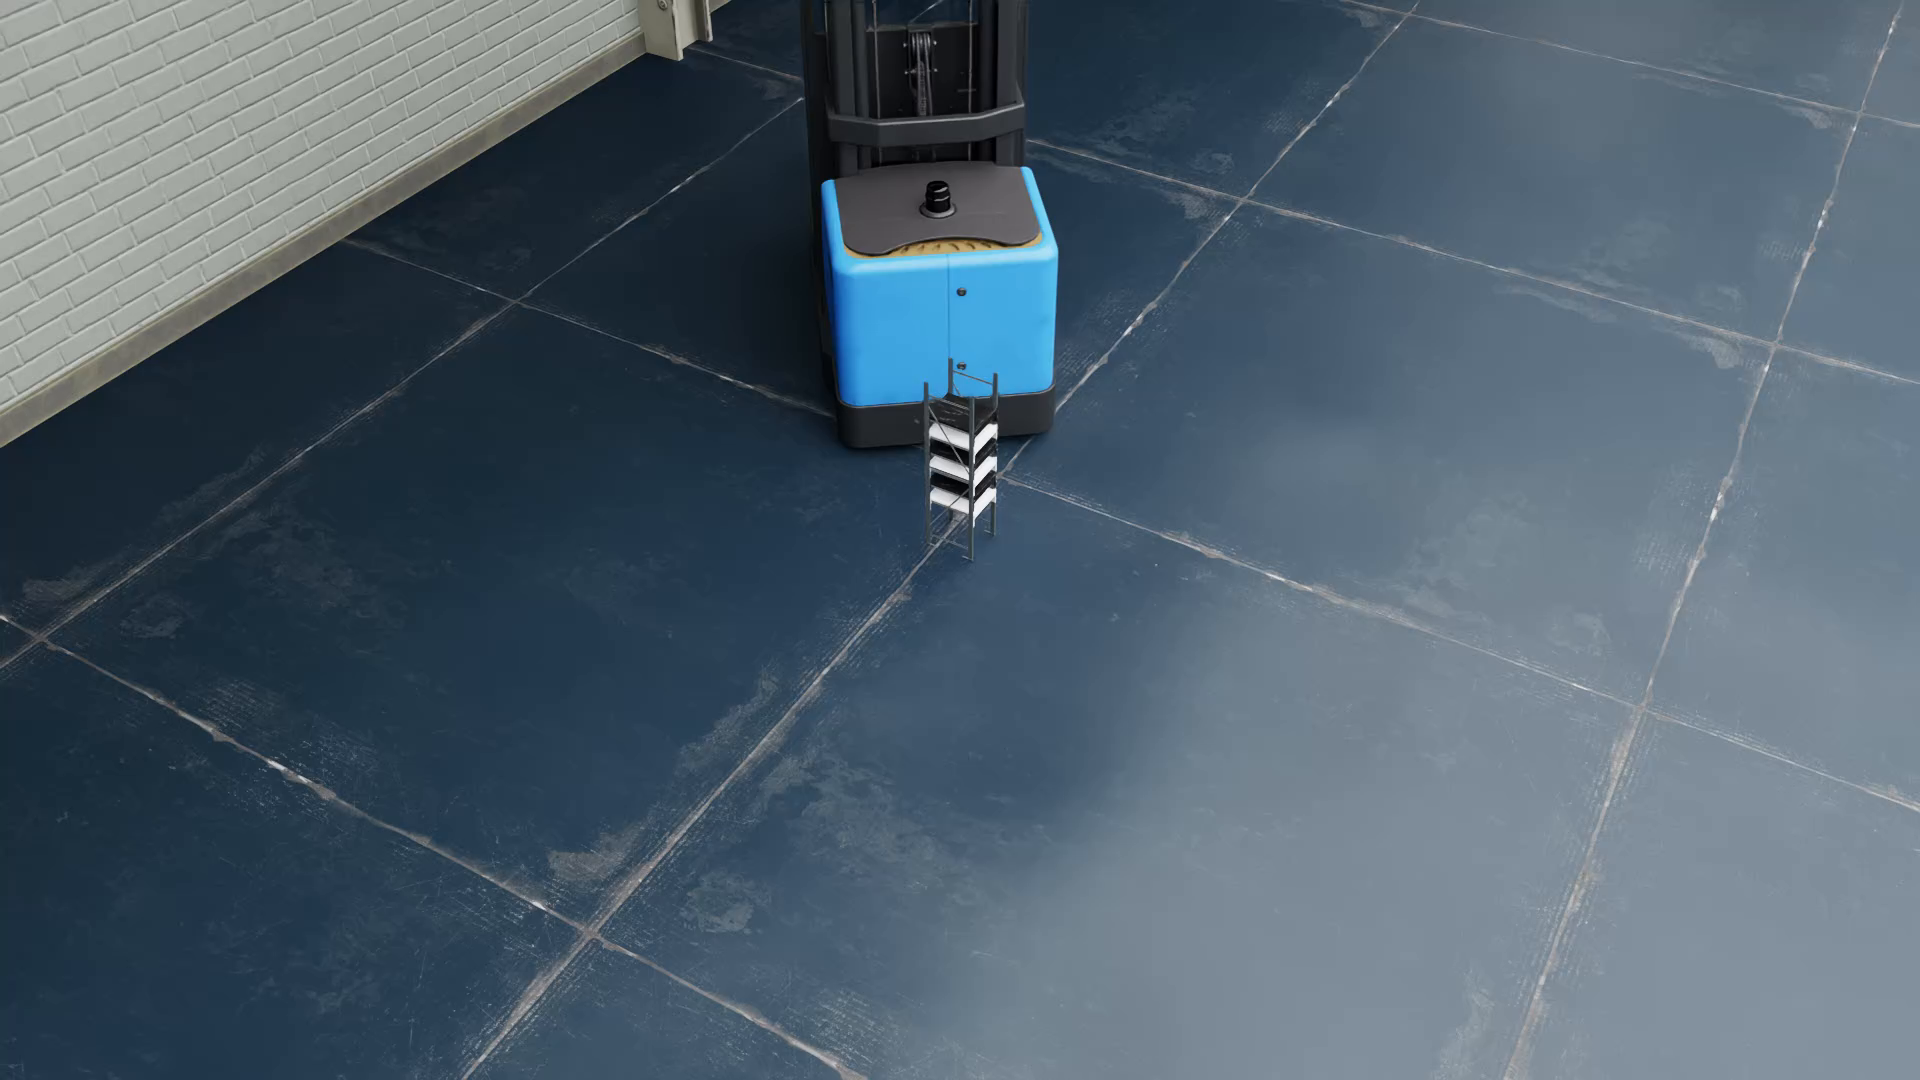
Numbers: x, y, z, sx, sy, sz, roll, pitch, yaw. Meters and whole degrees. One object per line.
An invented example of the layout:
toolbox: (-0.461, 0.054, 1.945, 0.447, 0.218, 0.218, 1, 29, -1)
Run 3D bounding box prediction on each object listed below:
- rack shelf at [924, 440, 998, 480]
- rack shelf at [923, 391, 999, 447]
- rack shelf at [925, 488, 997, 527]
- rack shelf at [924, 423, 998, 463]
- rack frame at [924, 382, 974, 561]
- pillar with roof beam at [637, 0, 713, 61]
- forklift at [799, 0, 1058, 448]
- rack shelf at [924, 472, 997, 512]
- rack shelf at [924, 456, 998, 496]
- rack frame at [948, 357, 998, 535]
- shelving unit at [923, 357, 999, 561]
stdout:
rack shelf: (0.004, -0.385, 7.236, 0.258, 0.077, 0.200, 21, 45, 22)
rack shelf: (0.004, -0.520, 7.117, 0.258, 0.077, 0.200, 21, 45, 22)
rack shelf: (0.004, -0.182, 7.414, 0.258, 0.077, 0.200, 21, 45, 22)
rack shelf: (0.004, -0.452, 7.176, 0.258, 0.077, 0.200, 21, 45, 22)
rack frame: (-0.047, -0.284, 7.207, 0.240, 0.900, 0.006, 21, 45, 22)
pillar with roof beam: (1.790, -5.358, 6.840, 9.100, 9.000, 0.400, 21, 45, 22)
forklift: (-0.250, -2.515, 8.204, 1.130, 2.935, 3.031, -5, 42, -6)
rack shelf: (0.004, -0.250, 7.355, 0.258, 0.077, 0.200, 21, 45, 22)
rack shelf: (0.004, -0.317, 7.295, 0.258, 0.077, 0.200, 21, 45, 22)
rack frame: (0.055, -0.401, 7.339, 0.240, 0.900, 0.006, 21, 45, 22)
shelving unit: (0.004, -0.342, 7.273, 0.258, 0.900, 0.210, 21, 45, 22)
